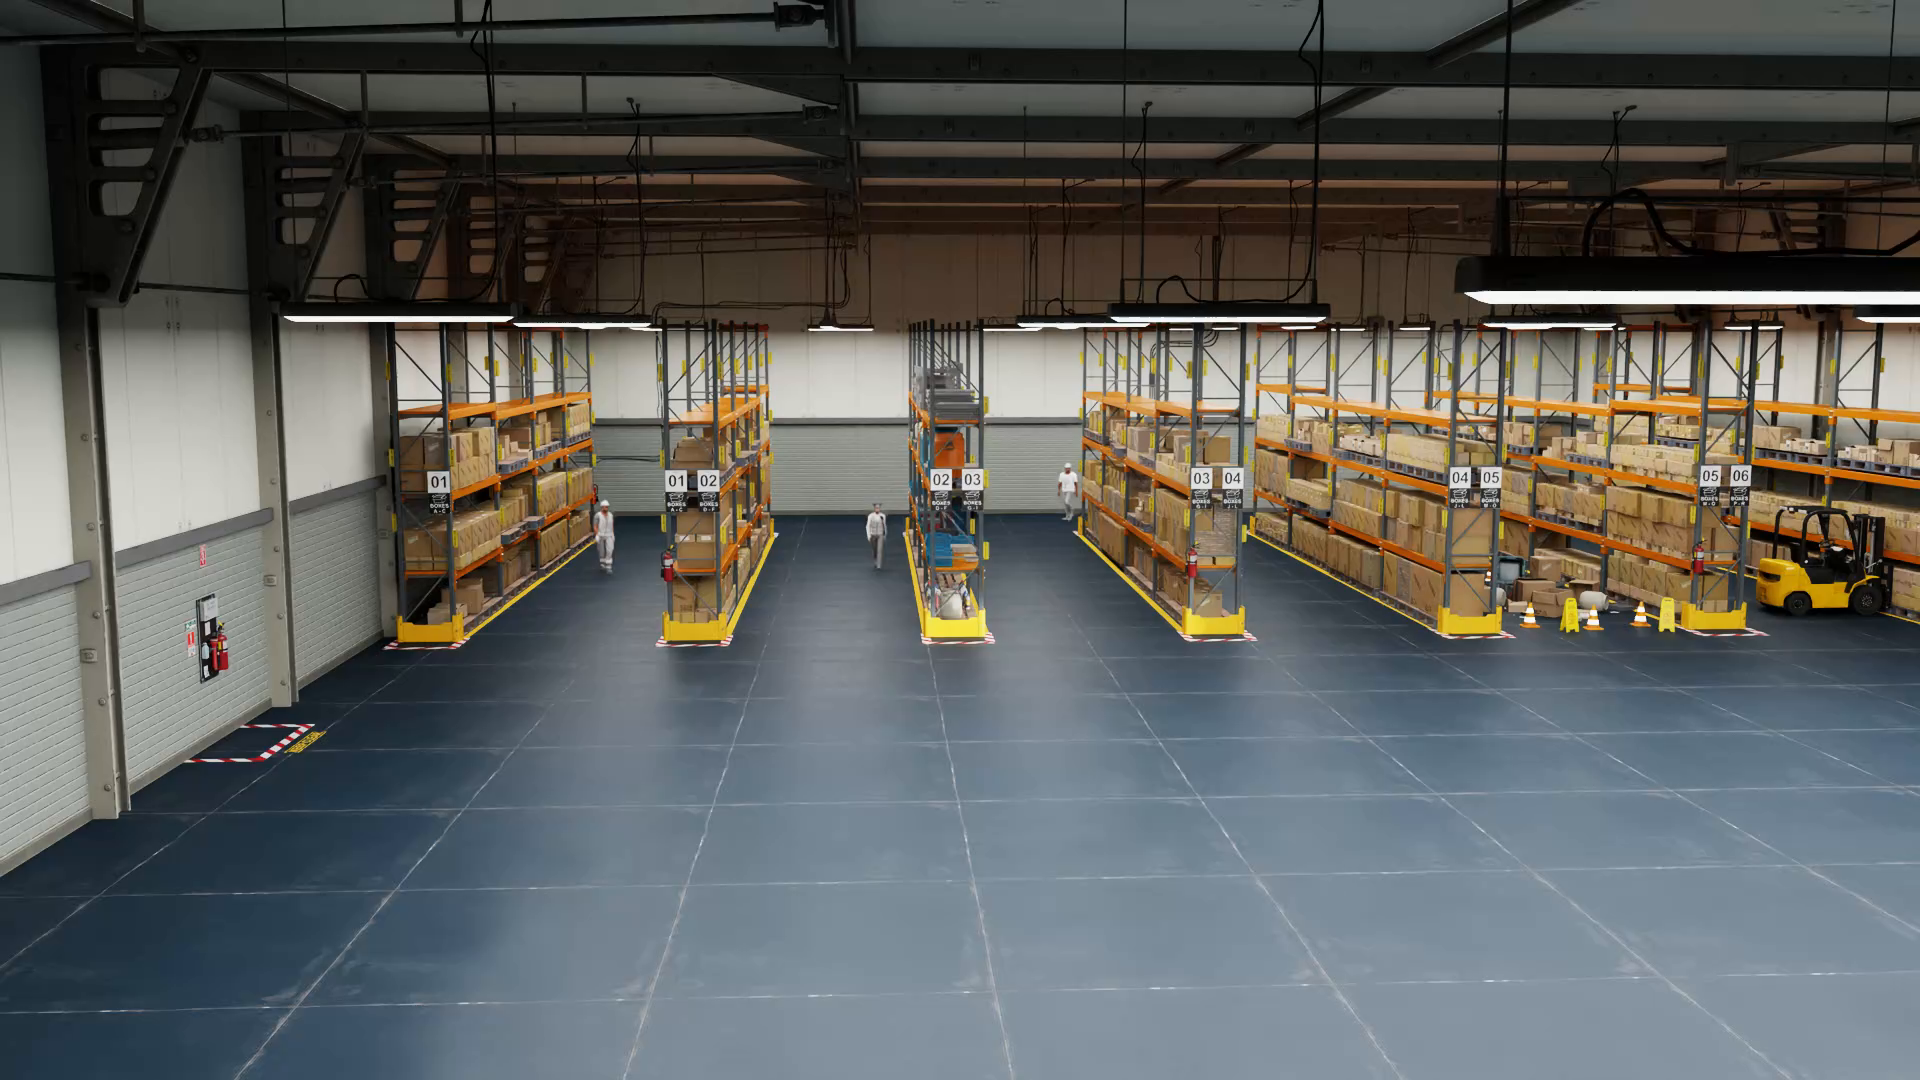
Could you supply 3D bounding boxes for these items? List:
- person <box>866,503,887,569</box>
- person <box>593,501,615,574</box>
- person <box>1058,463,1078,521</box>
[{"bbox_3d":[-2.043,-0.120,40.754,0.494,1.632,0.948,0,7,3],"label":"person"},{"bbox_3d":[-8.520,-0.068,39.792,0.501,1.740,1.019,-1,7,-9],"label":"person"},{"bbox_3d":[3.284,-1.478,51.196,0.479,1.797,0.559,-7,10,-44],"label":"person"}]
